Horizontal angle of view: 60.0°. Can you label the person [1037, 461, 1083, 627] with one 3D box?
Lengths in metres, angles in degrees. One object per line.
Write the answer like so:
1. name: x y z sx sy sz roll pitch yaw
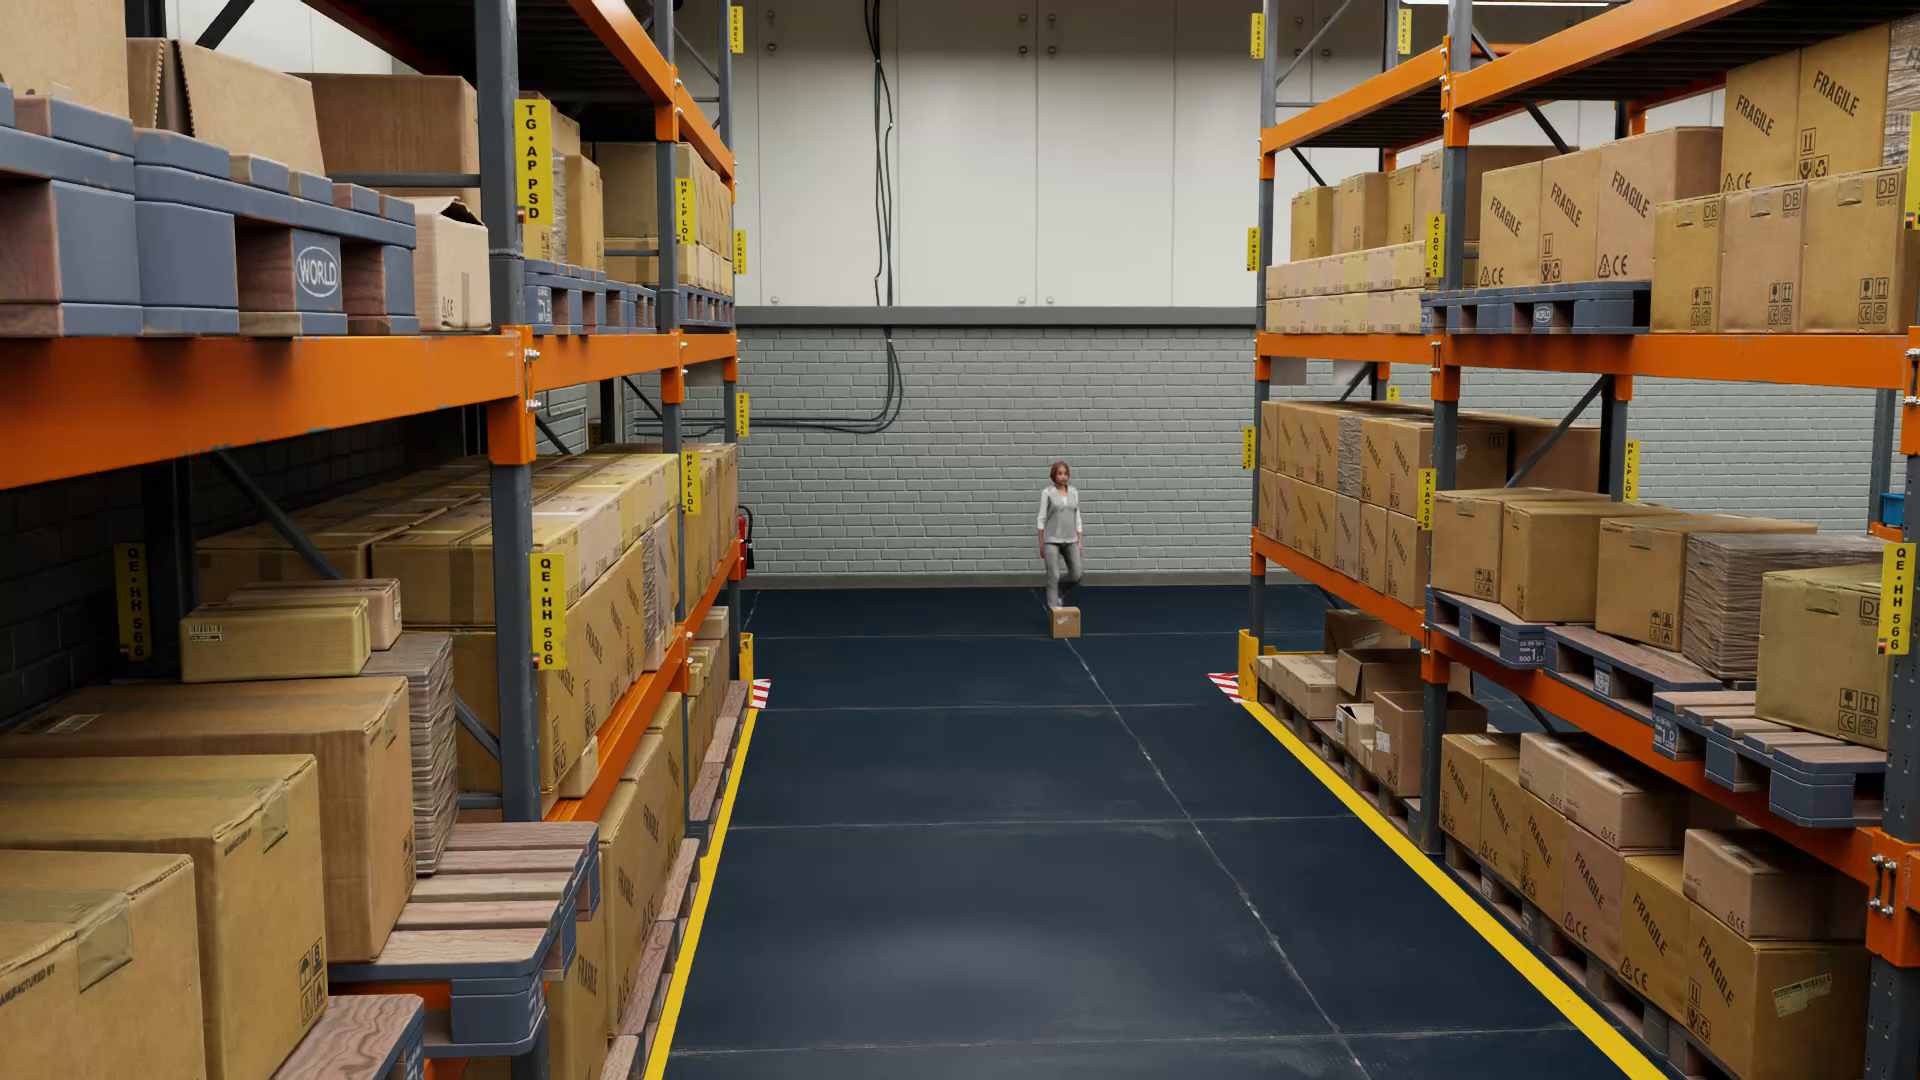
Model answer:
1. person: 0.964 0.040 15.940 0.432 1.591 0.578 -2 7 -18
